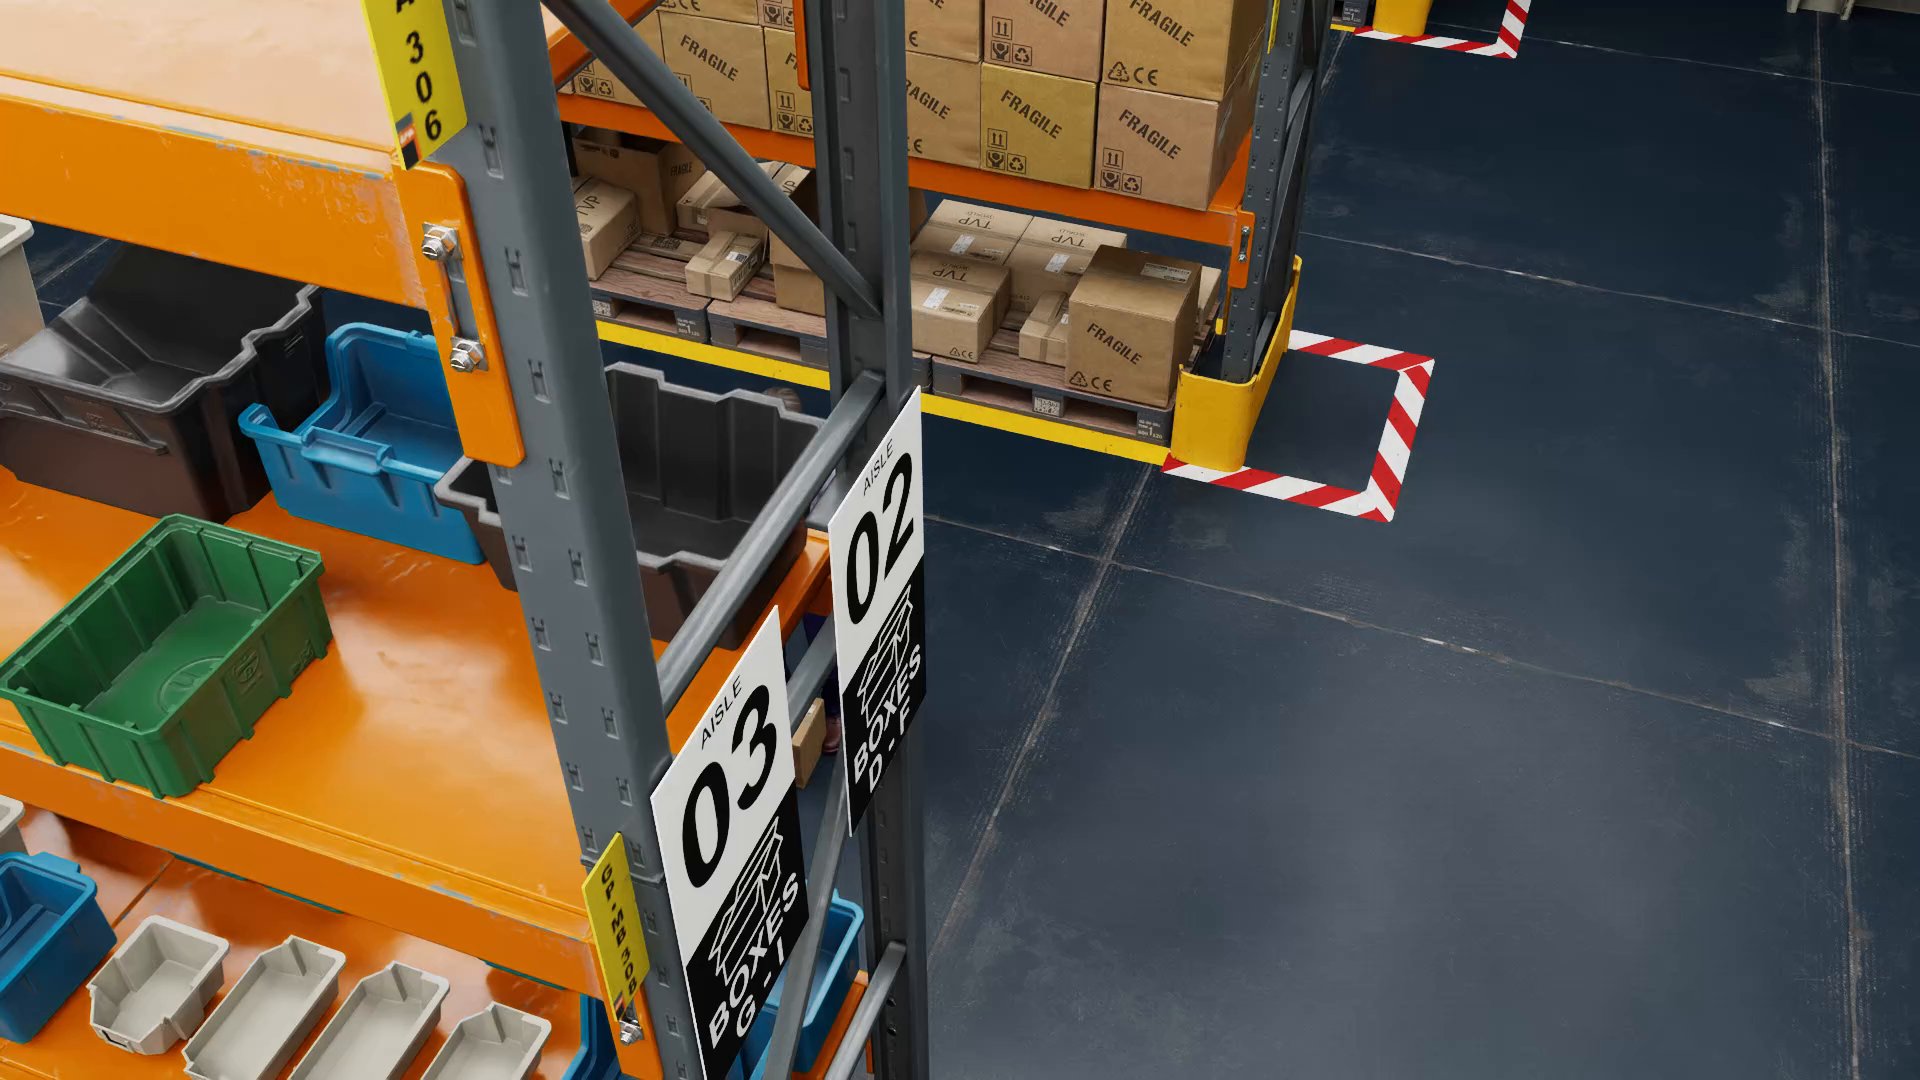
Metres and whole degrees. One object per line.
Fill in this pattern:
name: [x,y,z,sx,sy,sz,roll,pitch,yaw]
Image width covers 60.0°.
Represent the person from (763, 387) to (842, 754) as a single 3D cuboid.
person: [-0.611,0.082,6.083,0.537,1.638,0.373,13,43,14]
